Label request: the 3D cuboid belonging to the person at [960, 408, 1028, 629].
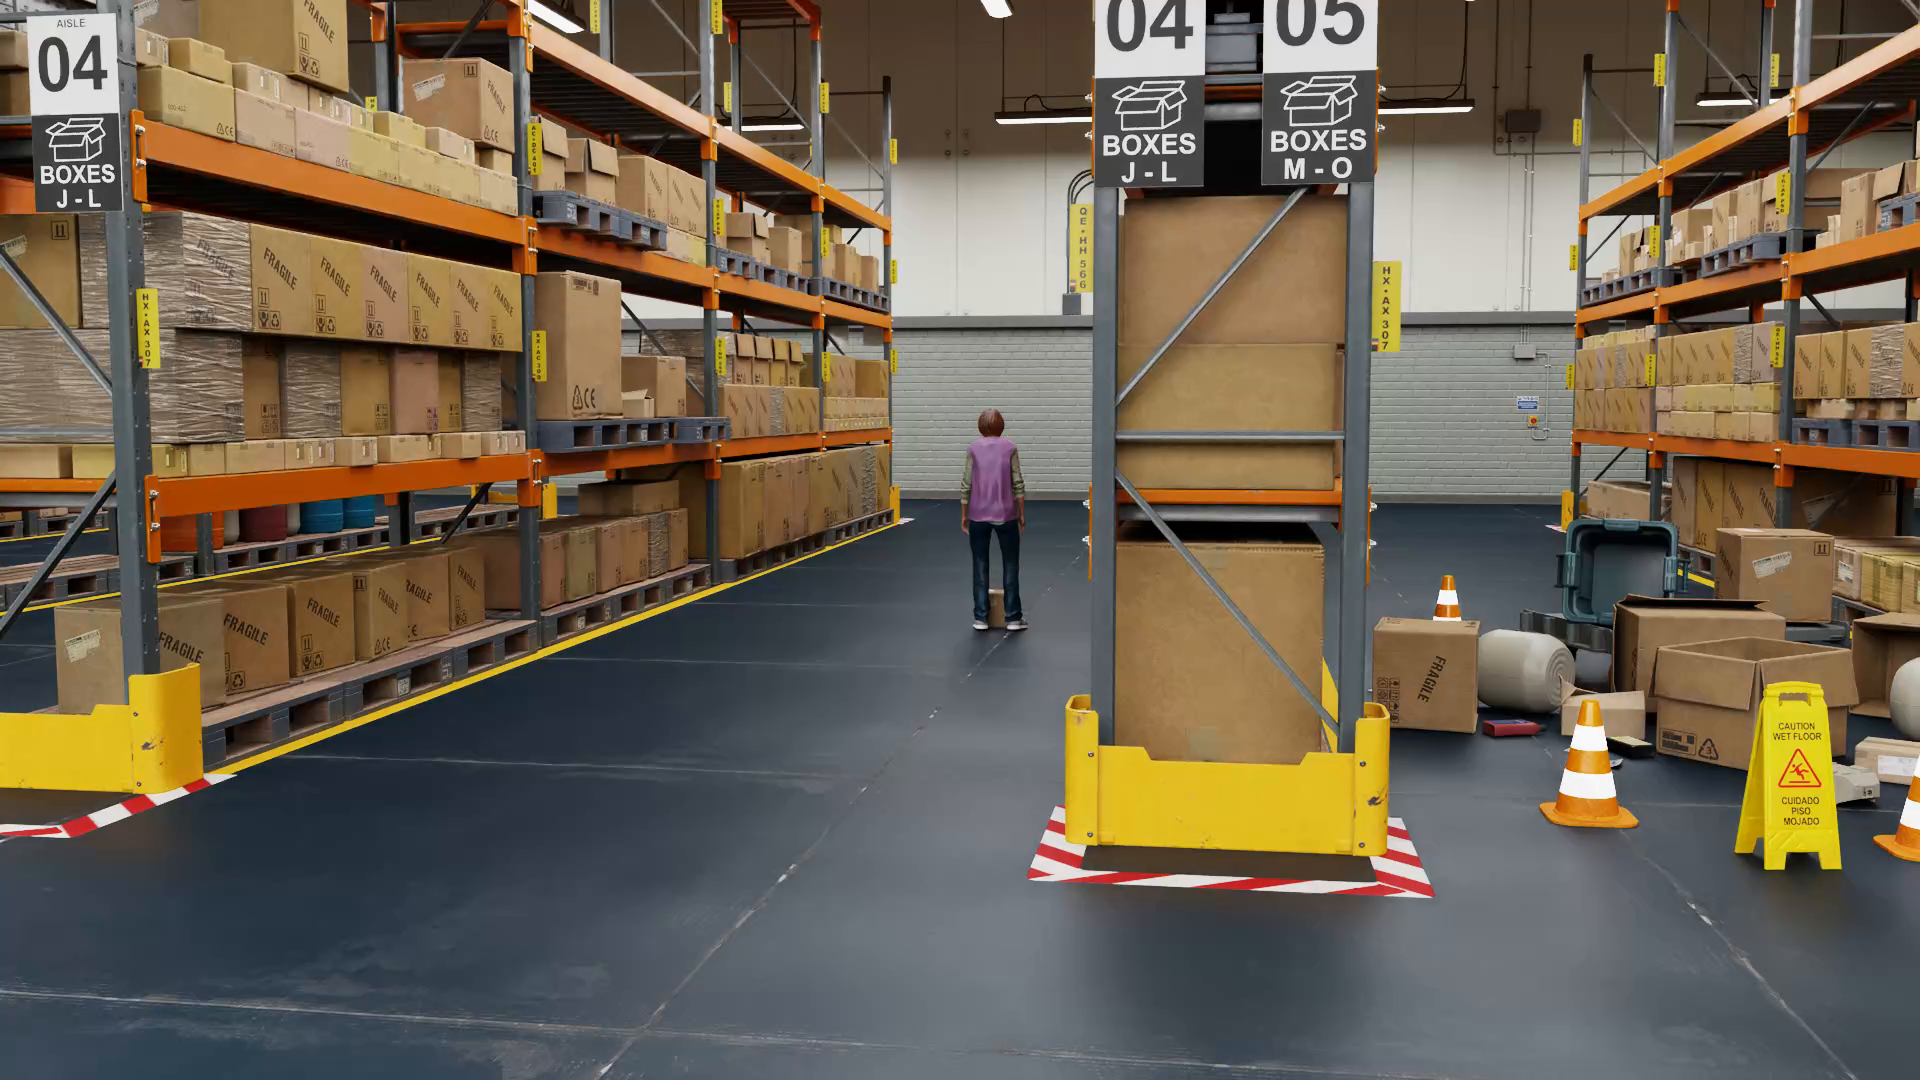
[{"bbox_3d":[0.243,-0.148,11.935,0.484,1.594,0.340,0,5,6],"label":"person"}]
